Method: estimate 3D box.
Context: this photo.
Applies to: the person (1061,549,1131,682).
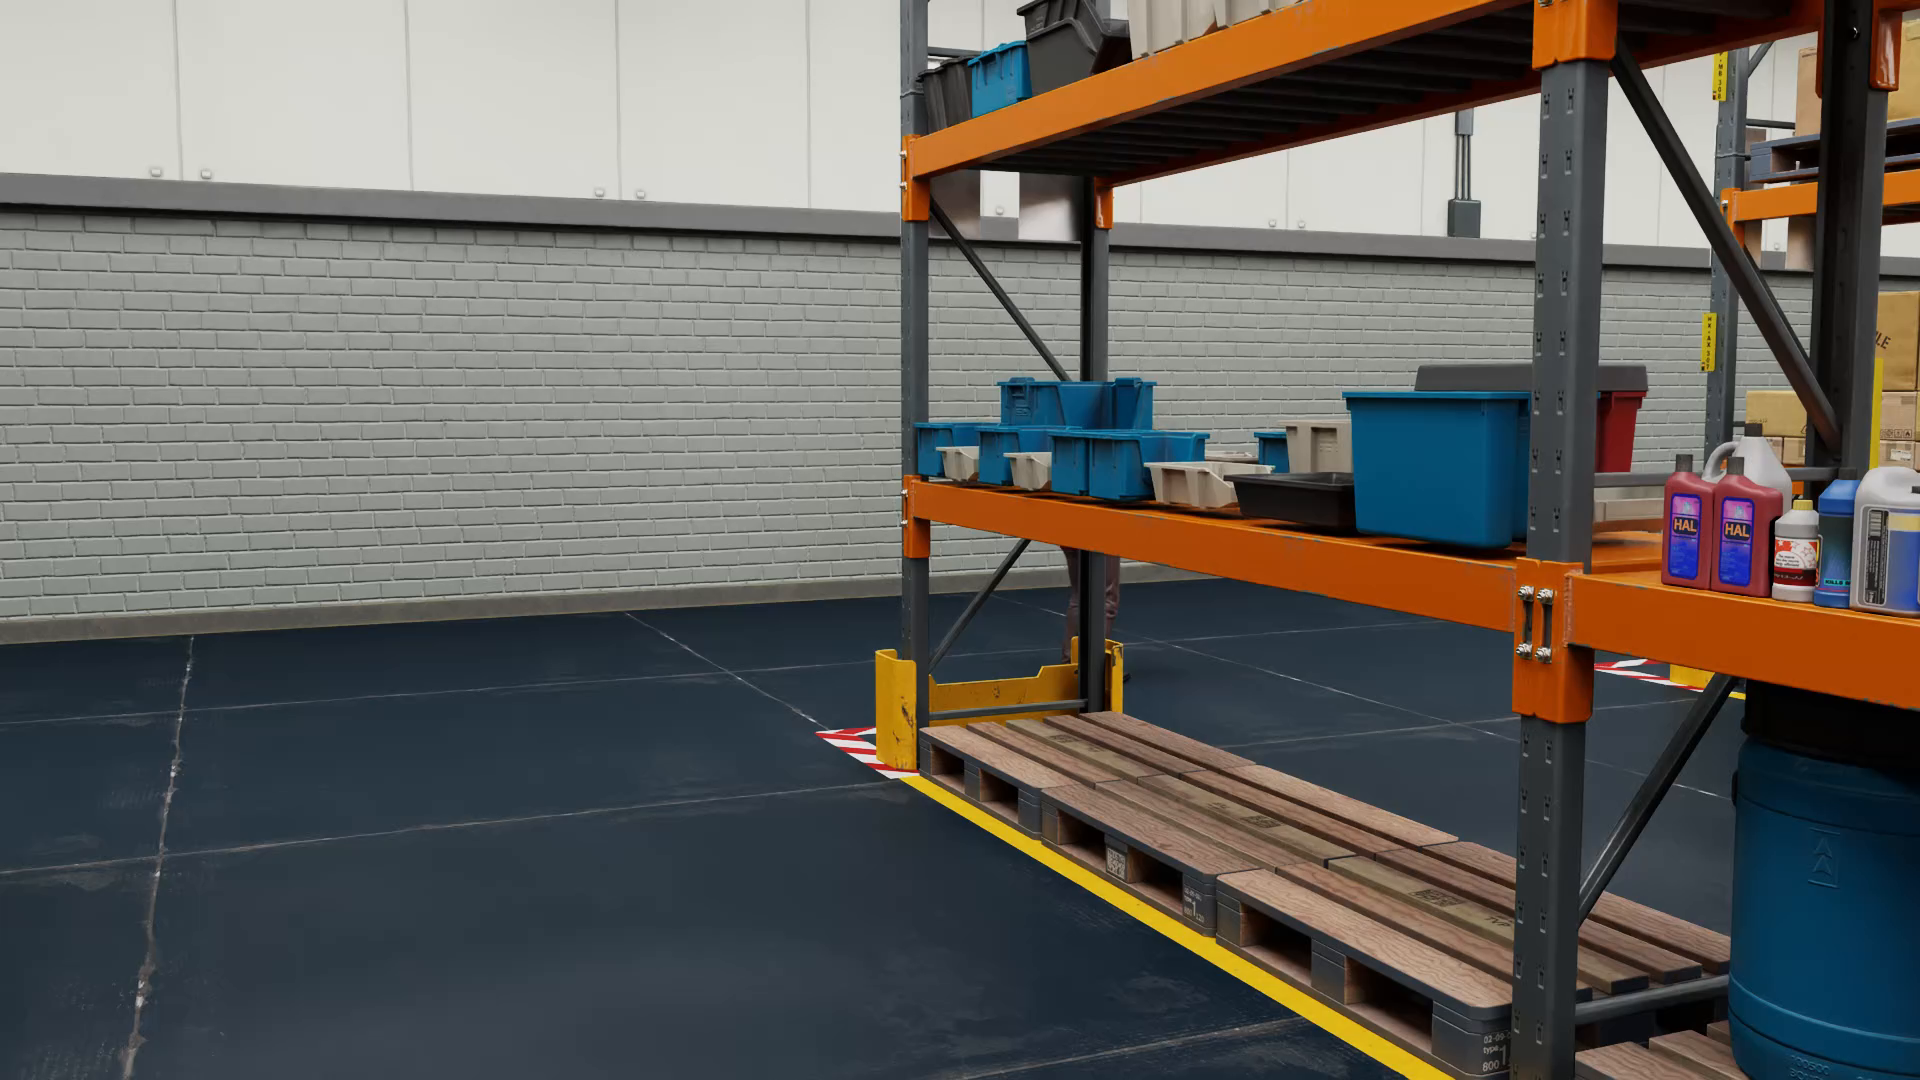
[{"bbox_3d":[0.839,-0.035,9.803,0.559,1.712,0.494,-2,6,-24],"label":"person"}]
